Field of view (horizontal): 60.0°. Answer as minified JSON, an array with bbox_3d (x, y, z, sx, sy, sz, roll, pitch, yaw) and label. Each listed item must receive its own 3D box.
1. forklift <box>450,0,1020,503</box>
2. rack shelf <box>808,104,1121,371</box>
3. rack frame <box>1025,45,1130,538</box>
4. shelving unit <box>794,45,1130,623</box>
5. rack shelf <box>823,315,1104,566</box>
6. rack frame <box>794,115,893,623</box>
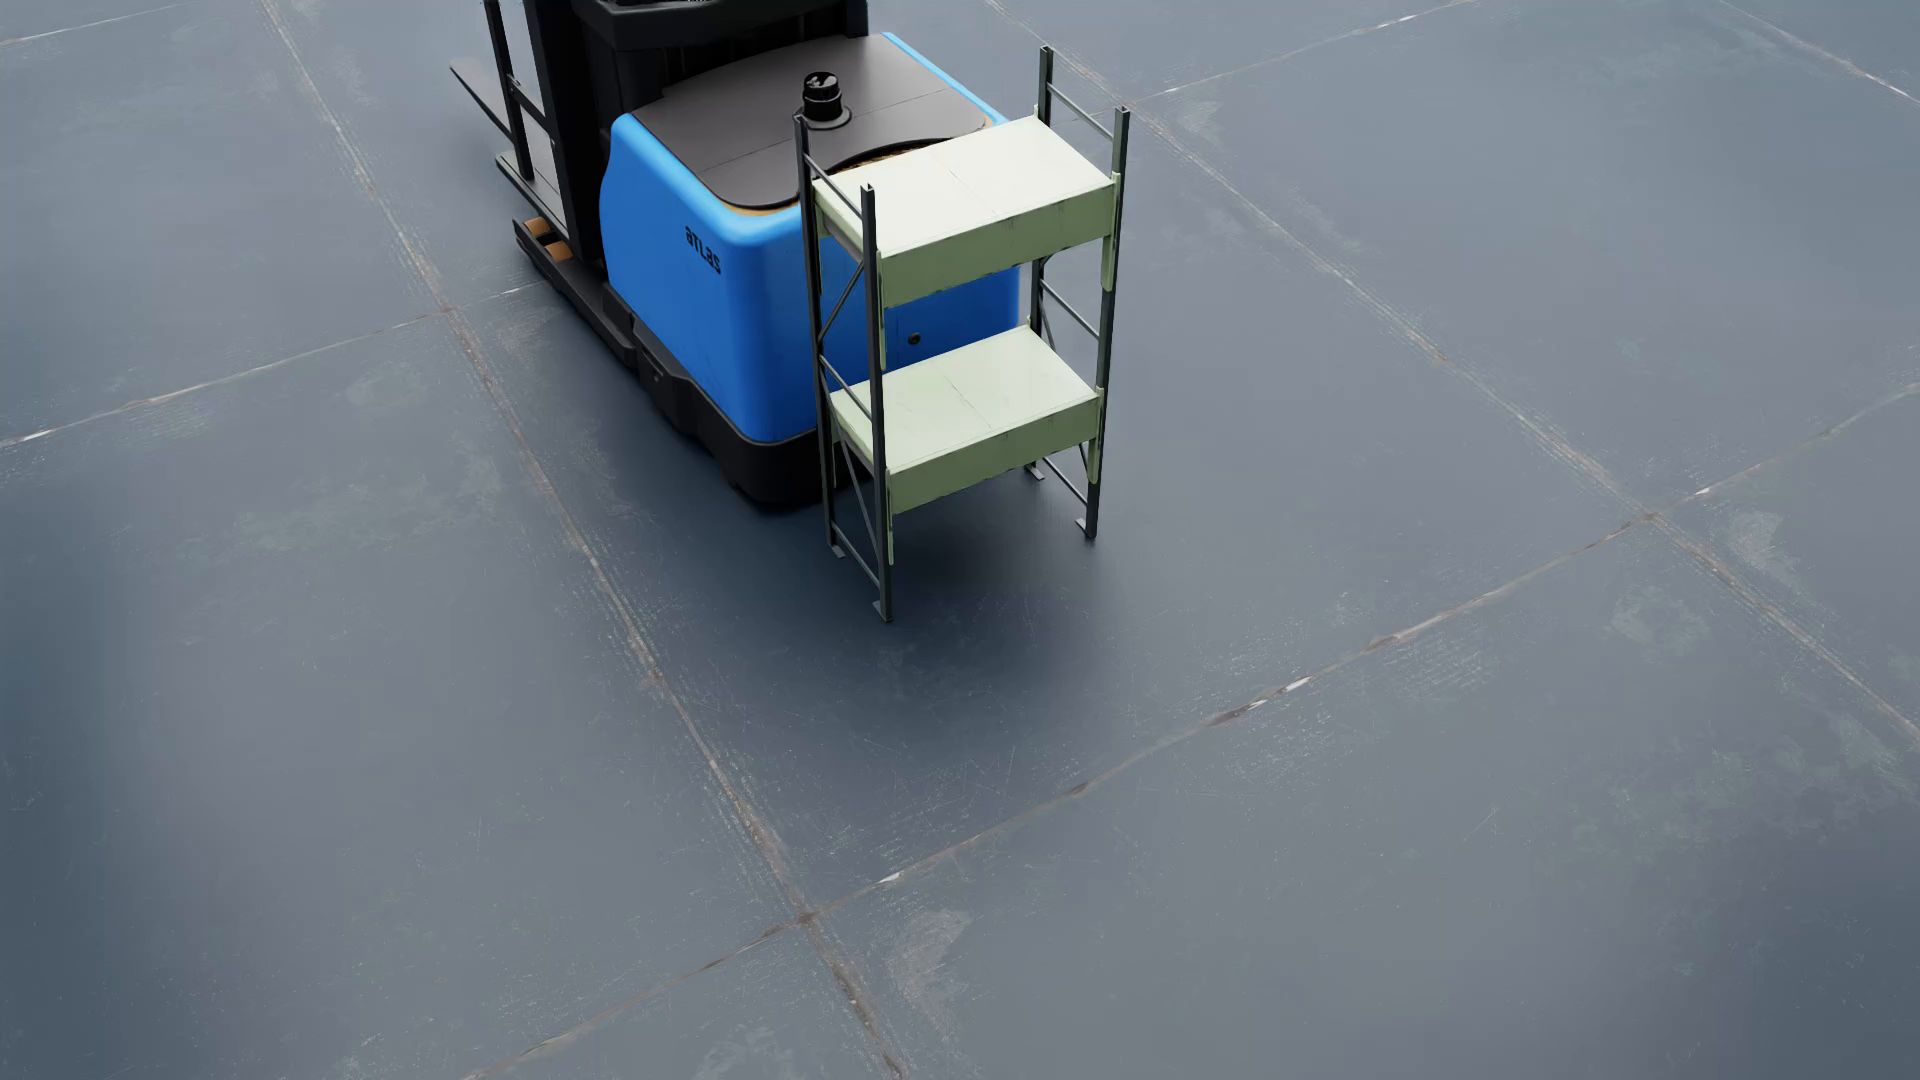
[{"bbox_3d":[-1.031,-2.168,5.379,1.130,2.935,3.031,-25,49,-24],"label":"forklift"},{"bbox_3d":[0.006,-0.821,4.458,0.720,0.370,0.431,-22,48,-21],"label":"rack shelf"},{"bbox_3d":[0.323,-0.668,4.861,0.023,1.500,0.400,-22,48,-21],"label":"rack frame"},{"bbox_3d":[0.006,-0.541,4.730,0.755,1.500,0.431,-22,48,-21],"label":"shelving unit"},{"bbox_3d":[0.006,-0.307,4.957,0.720,0.370,0.431,-22,48,-21],"label":"rack shelf"},{"bbox_3d":[-0.312,-0.414,4.599,0.023,1.500,0.400,-22,48,-21],"label":"rack frame"}]
